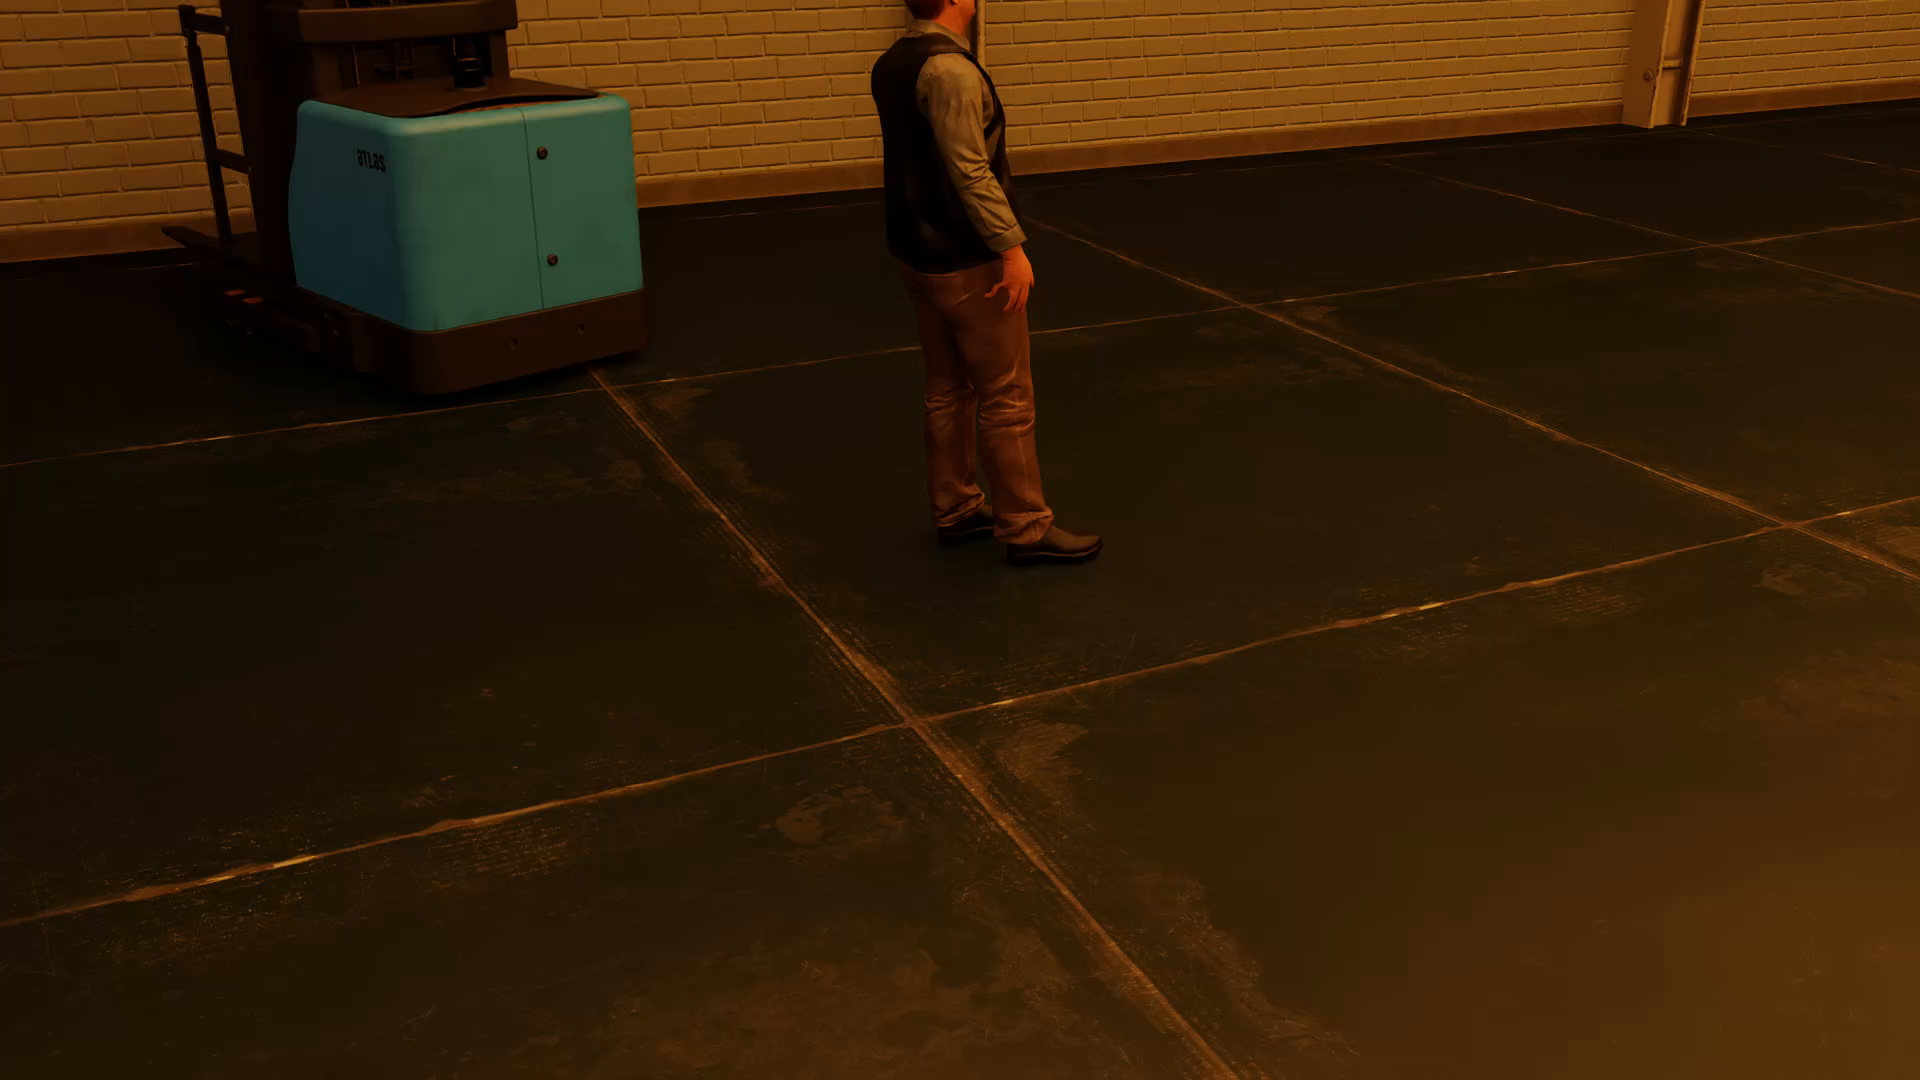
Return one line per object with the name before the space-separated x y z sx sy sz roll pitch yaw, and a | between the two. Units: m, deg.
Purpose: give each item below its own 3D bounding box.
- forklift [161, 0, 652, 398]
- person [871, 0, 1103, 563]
forklift | -2.664 -2.369 6.988 1.130 2.935 3.031 -21 30 -40
person | 0.060 -0.809 4.792 0.566 1.722 0.633 -10 25 -23
